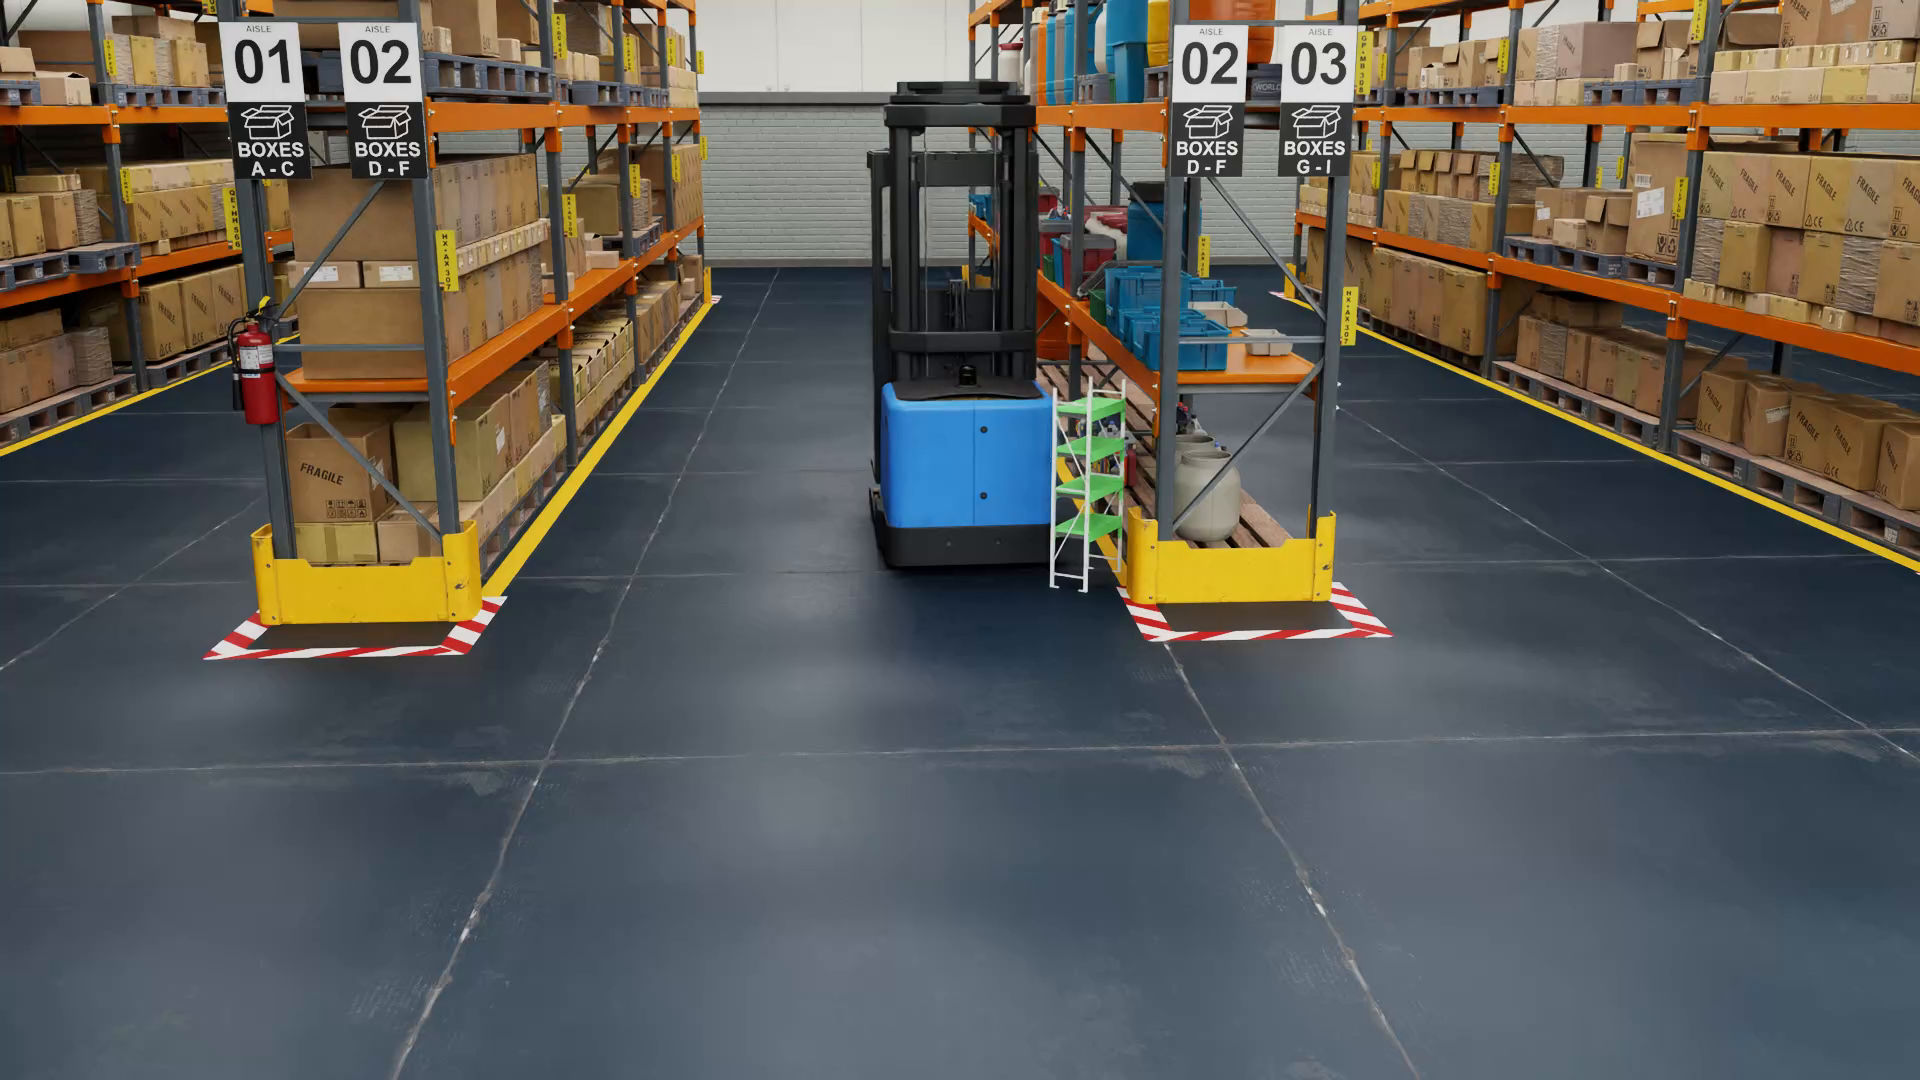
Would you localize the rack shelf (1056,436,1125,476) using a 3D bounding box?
[{"bbox_3d":[0.767,-0.511,9.896,0.258,0.148,0.480,8,17,28],"label":"rack shelf"}]

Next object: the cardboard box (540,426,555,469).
[{"bbox_3d":[-3.297,-0.669,12.284,0.500,0.250,0.500,-1,14,-3],"label":"cardboard box"}]

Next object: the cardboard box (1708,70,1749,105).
[{"bbox_3d":[6.095,-3.450,12.698,0.500,0.250,0.500,-1,15,-6],"label":"cardboard box"}]

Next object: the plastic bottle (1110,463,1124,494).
[{"bbox_3d":[1.076,-0.423,11.382,0.097,0.201,0.097,0,14,0],"label":"plastic bottle"}]

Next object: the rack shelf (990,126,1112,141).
[{"bbox_3d":[1.008,-4.706,18.722,1.077,0.370,4.000,-1,14,-3],"label":"rack shelf"}]

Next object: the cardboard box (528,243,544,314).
[{"bbox_3d":[-3.531,-1.972,12.471,0.700,0.500,0.500,-1,14,-5],"label":"cardboard box"}]

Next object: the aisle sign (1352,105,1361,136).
[{"bbox_3d":[5.874,-6.452,24.866,0.394,0.787,0.004,-1,14,-3],"label":"aisle sign"}]

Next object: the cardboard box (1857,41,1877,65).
[{"bbox_3d":[6.198,-3.221,11.008,0.380,0.149,0.250,-2,15,-6],"label":"cardboard box"}]

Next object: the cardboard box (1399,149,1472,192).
[{"bbox_3d":[5.875,-4.551,20.482,0.797,0.503,0.637,-1,14,-5],"label":"cardboard box"}]

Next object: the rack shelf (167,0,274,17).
[{"bbox_3d":[-9.128,-6.807,21.670,1.077,0.370,4.000,-1,14,-3],"label":"rack shelf"}]

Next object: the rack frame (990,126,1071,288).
[{"bbox_3d":[0.884,-4.099,20.939,1.000,3.000,0.127,-1,14,-3],"label":"rack frame"}]

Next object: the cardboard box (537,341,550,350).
[{"bbox_3d":[-3.970,-1.652,14.978,0.500,0.311,0.500,-1,14,-4],"label":"cardboard box"}]

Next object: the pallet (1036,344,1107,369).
[{"bbox_3d":[1.041,-1.949,18.179,1.003,0.211,1.213,-1,14,-3],"label":"pallet"}]

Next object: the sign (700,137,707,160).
[{"bbox_3d":[-3.753,-5.736,24.342,0.100,0.325,0.005,-1,14,-3],"label":"sign"}]

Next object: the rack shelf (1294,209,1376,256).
[{"bbox_3d":[5.703,-4.325,23.259,1.077,0.370,4.000,-1,14,-3],"label":"rack shelf"}]

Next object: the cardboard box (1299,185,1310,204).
[{"bbox_3d":[5.340,-5.118,24.604,0.500,0.250,0.500,-1,14,-5],"label":"cardboard box"}]

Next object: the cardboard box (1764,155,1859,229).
[{"bbox_3d":[6.160,-2.498,11.912,0.500,0.500,0.500,-1,14,-3],"label":"cardboard box"}]

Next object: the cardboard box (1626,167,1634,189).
[{"bbox_3d":[10.288,-5.299,24.802,0.500,0.500,0.500,0,14,-1],"label":"cardboard box"}]

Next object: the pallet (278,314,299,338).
[{"bbox_3d":[-8.973,-2.786,21.432,1.003,0.211,1.213,-1,14,-3],"label":"pallet"}]

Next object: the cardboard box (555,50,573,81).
[{"bbox_3d":[-3.622,-4.094,14.357,0.500,0.250,0.500,-2,15,-8],"label":"cardboard box"}]

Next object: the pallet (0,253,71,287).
[{"bbox_3d":[-8.593,-2.367,14.591,1.003,0.211,1.213,-1,14,-3],"label":"pallet"}]

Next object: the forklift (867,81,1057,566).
[{"bbox_3d":[-0.057,-1.575,11.267,1.130,2.935,3.031,-1,14,-5],"label":"forklift"}]

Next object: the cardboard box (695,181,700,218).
[{"bbox_3d":[-3.973,-4.831,23.581,0.500,0.500,0.500,-1,14,-3],"label":"cardboard box"}]

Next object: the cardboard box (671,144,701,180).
[{"bbox_3d":[-4.006,-5.445,23.961,0.500,0.500,0.500,-1,14,-4],"label":"cardboard box"}]

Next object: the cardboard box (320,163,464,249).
[{"bbox_3d":[-3.374,-1.976,9.883,0.700,0.500,0.500,-1,14,-5],"label":"cardboard box"}]

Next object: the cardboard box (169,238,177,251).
[{"bbox_3d":[-8.648,-3.180,17.831,0.380,0.149,0.250,-1,14,-2],"label":"cardboard box"}]

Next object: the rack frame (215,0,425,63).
[{"bbox_3d":[-3.317,-3.945,8.299,1.000,3.000,0.127,-1,14,-3],"label":"rack frame"}]

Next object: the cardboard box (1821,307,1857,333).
[{"bbox_3d":[6.149,-1.509,11.375,0.380,0.149,0.250,-1,14,-3],"label":"cardboard box"}]

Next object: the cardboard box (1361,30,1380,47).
[{"bbox_3d":[5.695,-6.784,22.605,0.500,0.250,0.500,-1,14,-5],"label":"cardboard box"}]

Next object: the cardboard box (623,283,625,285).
[{"bbox_3d":[-4.273,-2.902,20.420,0.500,0.500,0.500,-2,15,-6],"label":"cardboard box"}]

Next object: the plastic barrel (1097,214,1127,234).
[{"bbox_3d":[1.467,-2.707,15.254,0.433,0.535,0.433,0,14,0],"label":"plastic barrel"}]

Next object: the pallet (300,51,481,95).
[{"bbox_3d":[-3.335,-2.625,9.368,1.003,0.211,1.213,-1,14,-3],"label":"pallet"}]

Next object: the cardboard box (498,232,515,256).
[{"bbox_3d":[-3.257,-2.017,11.342,0.380,0.149,0.250,0,14,-2],"label":"cardboard box"}]

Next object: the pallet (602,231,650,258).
[{"bbox_3d":[-3.924,-3.103,17.454,1.213,0.211,1.003,-1,14,-3],"label":"pallet"}]

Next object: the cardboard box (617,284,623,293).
[{"bbox_3d":[-4.211,-3.017,19.360,0.500,0.250,0.500,-1,14,-3],"label":"cardboard box"}]

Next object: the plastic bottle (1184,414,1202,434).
[{"bbox_3d":[1.739,-0.756,12.378,0.144,0.351,0.185,-1,14,-4],"label":"plastic bottle"}]

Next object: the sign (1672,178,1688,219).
[{"bbox_3d":[5.769,-2.737,13.322,0.100,0.325,0.005,-1,14,-3],"label":"sign"}]

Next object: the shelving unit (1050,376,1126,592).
[{"bbox_3d":[0.766,-0.340,9.940,0.258,1.200,0.503,8,17,28],"label":"shelving unit"}]

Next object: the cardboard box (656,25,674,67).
[{"bbox_3d":[-4.018,-6.256,21.094,0.700,0.500,0.500,-1,14,-3],"label":"cardboard box"}]

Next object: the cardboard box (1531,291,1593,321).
[{"bbox_3d":[6.147,-2.380,16.887,0.500,0.250,0.500,0,14,-1],"label":"cardboard box"}]

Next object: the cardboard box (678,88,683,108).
[{"bbox_3d":[-3.900,-5.777,21.742,0.500,0.250,0.500,-1,14,-3],"label":"cardboard box"}]

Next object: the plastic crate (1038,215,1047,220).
[{"bbox_3d":[0.998,-4.119,21.423,0.396,0.136,0.243,-1,14,-3],"label":"plastic crate"}]

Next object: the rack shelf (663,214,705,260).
[{"bbox_3d":[-4.184,-4.173,22.668,1.077,0.370,4.000,-1,14,-3],"label":"rack shelf"}]

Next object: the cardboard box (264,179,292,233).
[{"bbox_3d":[-9.021,-4.227,20.832,0.980,0.700,0.700,-1,14,-3],"label":"cardboard box"}]

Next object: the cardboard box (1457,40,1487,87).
[{"bbox_3d":[5.824,-5.249,18.345,0.500,0.500,0.500,0,14,0],"label":"cardboard box"}]

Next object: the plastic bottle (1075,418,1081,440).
[{"bbox_3d":[0.962,-0.915,13.157,0.097,0.271,0.097,0,14,0],"label":"plastic bottle"}]

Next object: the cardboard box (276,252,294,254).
[{"bbox_3d":[-9.269,-3.915,23.096,0.380,0.149,0.250,-1,14,-3],"label":"cardboard box"}]

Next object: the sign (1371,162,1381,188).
[{"bbox_3d":[5.274,-4.624,21.083,0.100,0.325,0.005,-1,14,-3],"label":"sign"}]

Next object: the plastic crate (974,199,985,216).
[{"bbox_3d":[0.404,-4.648,23.288,0.416,0.233,0.300,-1,14,-3],"label":"plastic crate"}]

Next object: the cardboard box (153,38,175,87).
[{"bbox_3d":[-8.993,-5.177,18.024,0.700,0.500,0.500,-1,14,-3],"label":"cardboard box"}]
